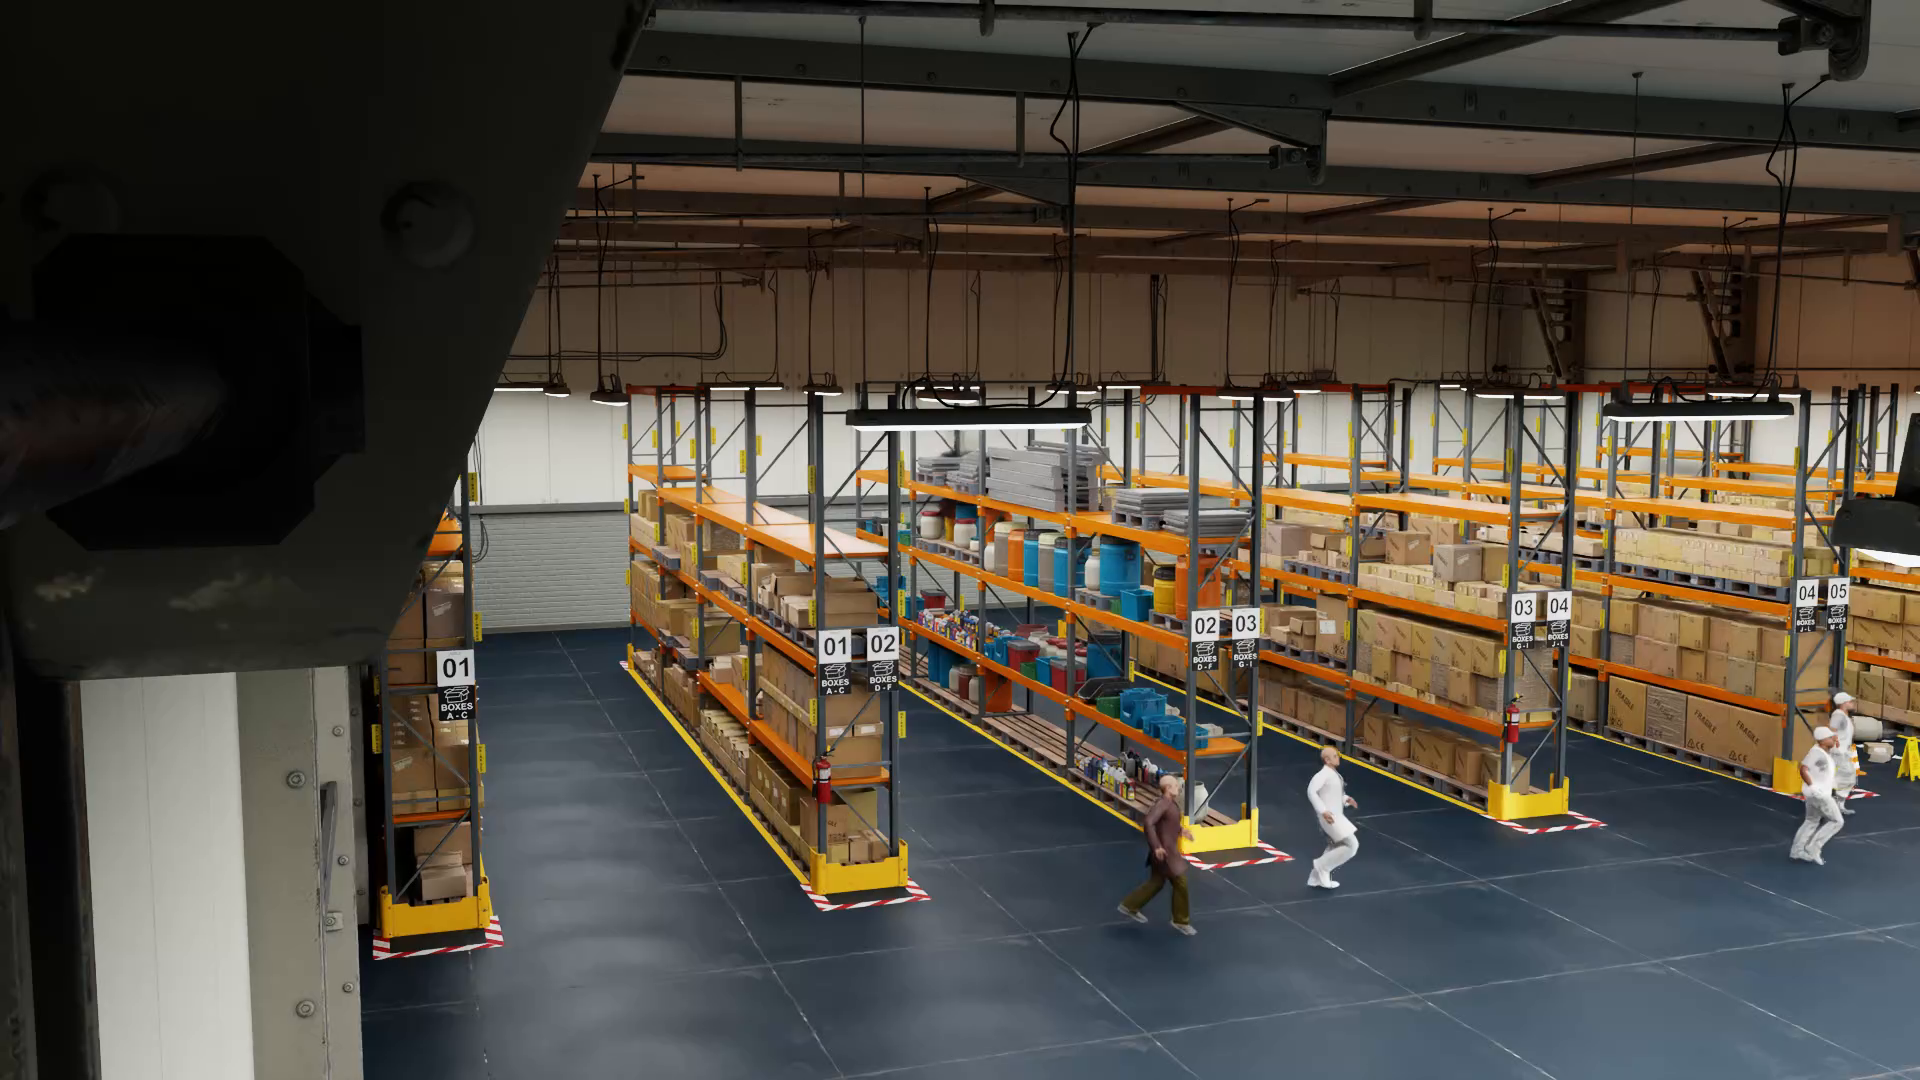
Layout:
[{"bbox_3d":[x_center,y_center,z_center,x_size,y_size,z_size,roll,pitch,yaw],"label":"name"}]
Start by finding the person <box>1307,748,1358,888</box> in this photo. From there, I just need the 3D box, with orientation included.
[{"bbox_3d":[4.535,3.383,20.221,0.619,1.713,0.711,1,6,14],"label":"person"}]

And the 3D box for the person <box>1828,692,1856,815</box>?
[{"bbox_3d":[12.493,3.030,23.753,0.601,1.737,0.713,3,7,29],"label":"person"}]

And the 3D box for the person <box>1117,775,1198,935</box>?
[{"bbox_3d":[2.240,3.555,18.680,0.937,1.852,0.717,0,6,4],"label":"person"}]

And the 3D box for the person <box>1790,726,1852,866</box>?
[{"bbox_3d":[11.034,3.263,21.275,0.683,1.784,0.651,2,6,19],"label":"person"}]
